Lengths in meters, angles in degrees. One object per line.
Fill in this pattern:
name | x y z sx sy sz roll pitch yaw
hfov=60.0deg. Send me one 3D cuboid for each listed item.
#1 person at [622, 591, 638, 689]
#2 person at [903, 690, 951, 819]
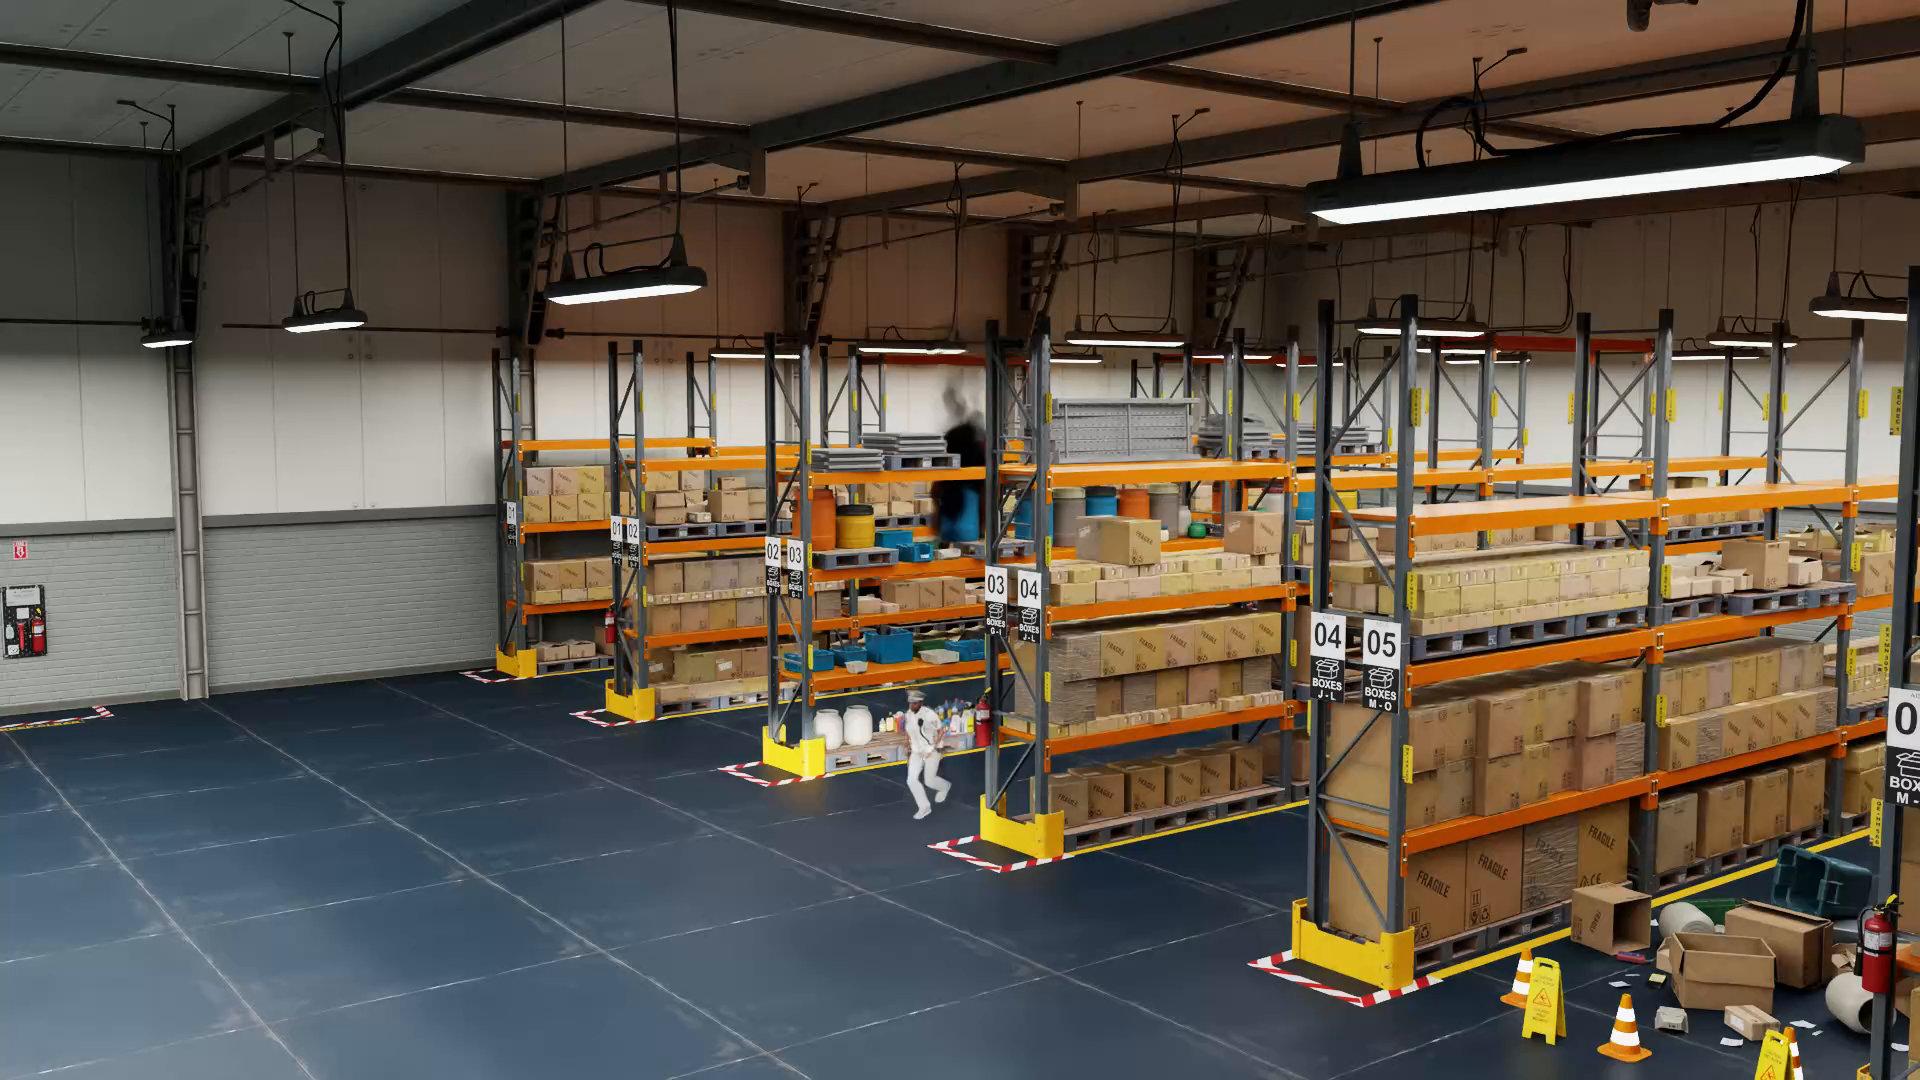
person | -5.722 1.751 28.916 0.703 1.732 0.625 4 6 37
person | -0.374 2.593 20.402 0.544 1.619 0.838 3 6 34
